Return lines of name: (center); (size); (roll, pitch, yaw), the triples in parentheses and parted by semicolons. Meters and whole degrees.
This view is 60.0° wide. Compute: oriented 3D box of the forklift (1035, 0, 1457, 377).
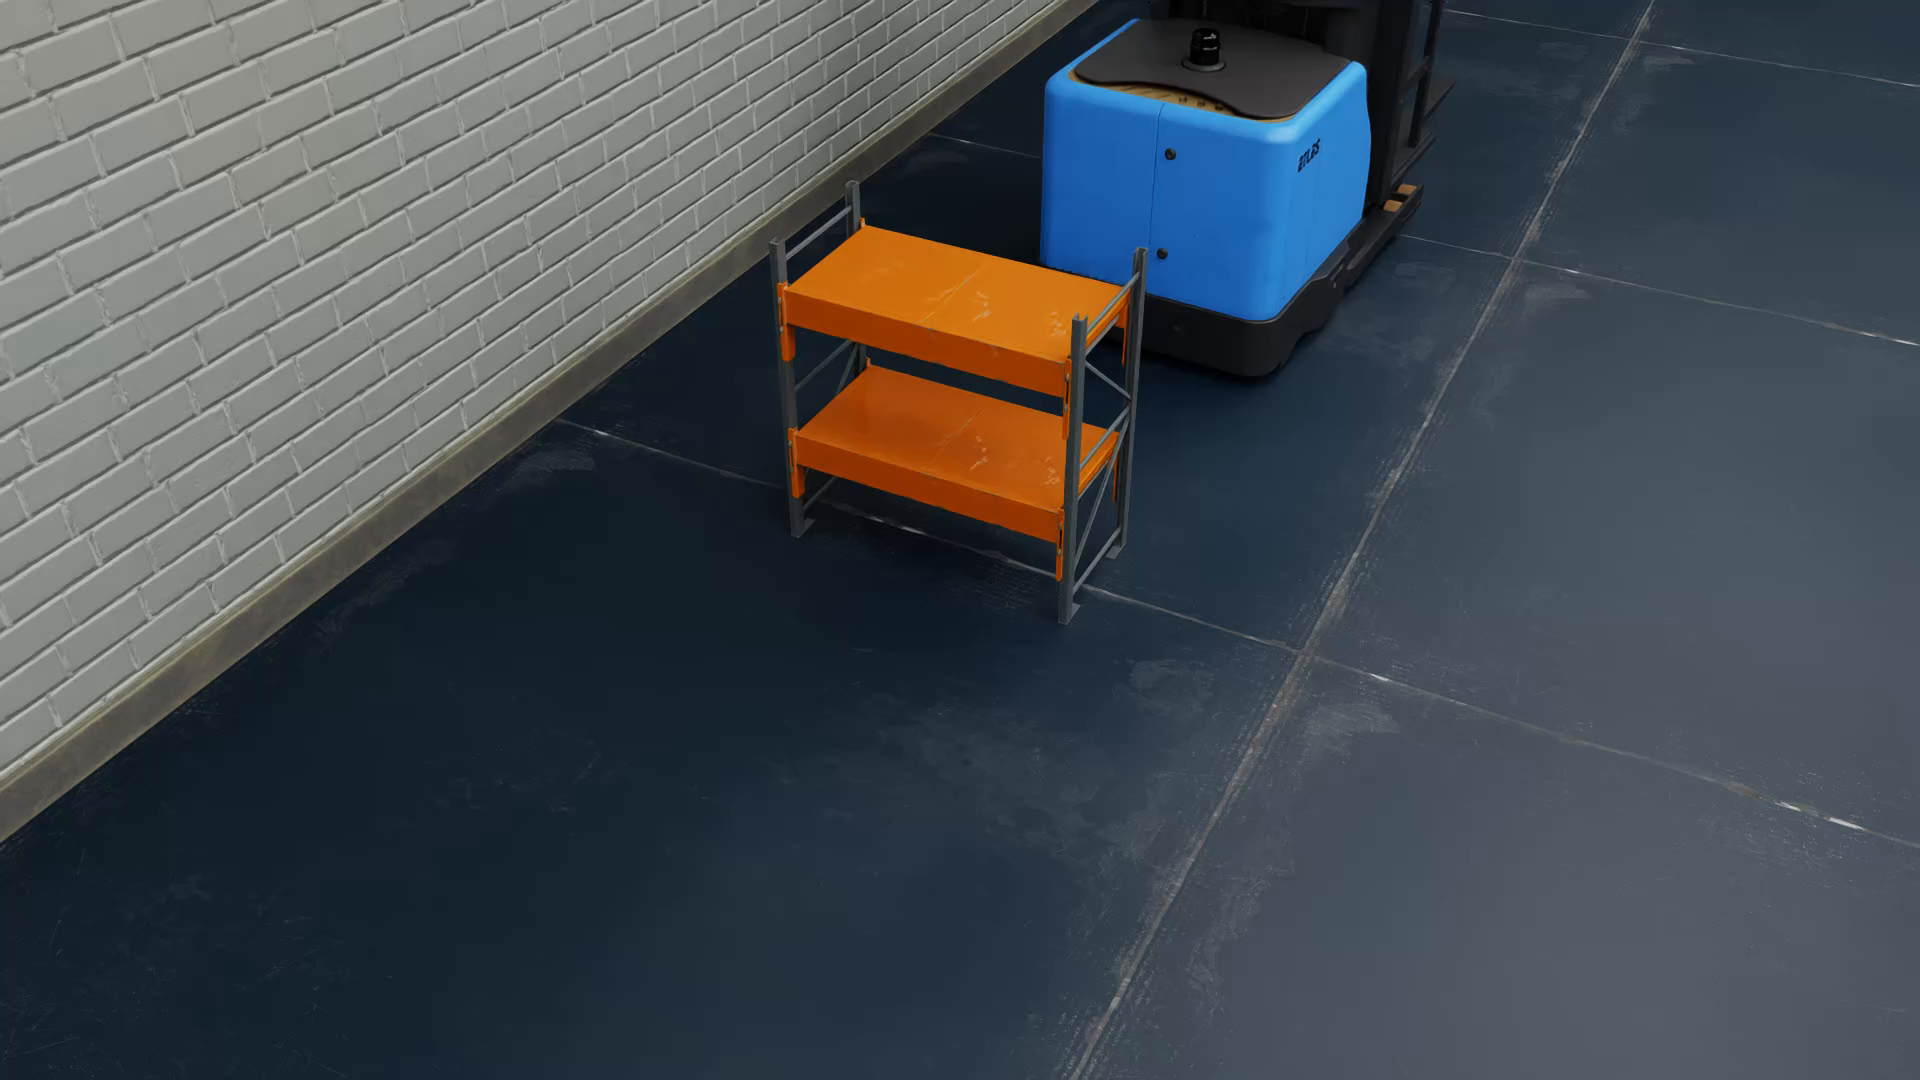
forklift: (1.485, -2.671, 6.845); (1.130, 2.935, 3.031); (19, 41, 24)

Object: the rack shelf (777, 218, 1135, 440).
rack shelf: (-0.006, -0.683, 5.235); (1.000, 0.278, 0.538); (17, 41, 21)

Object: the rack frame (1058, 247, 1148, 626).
rack frame: (0.445, -0.309, 5.226); (0.032, 1.125, 0.500); (17, 41, 21)

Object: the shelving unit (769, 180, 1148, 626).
shelving unit: (-0.006, -0.450, 5.412); (1.048, 1.125, 0.538); (17, 41, 21)

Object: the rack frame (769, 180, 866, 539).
rack frame: (-0.457, -0.591, 5.599); (0.032, 1.125, 0.500); (17, 41, 21)

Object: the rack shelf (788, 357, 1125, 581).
rack shelf: (-0.006, -0.255, 5.560); (1.000, 0.278, 0.538); (17, 41, 21)
